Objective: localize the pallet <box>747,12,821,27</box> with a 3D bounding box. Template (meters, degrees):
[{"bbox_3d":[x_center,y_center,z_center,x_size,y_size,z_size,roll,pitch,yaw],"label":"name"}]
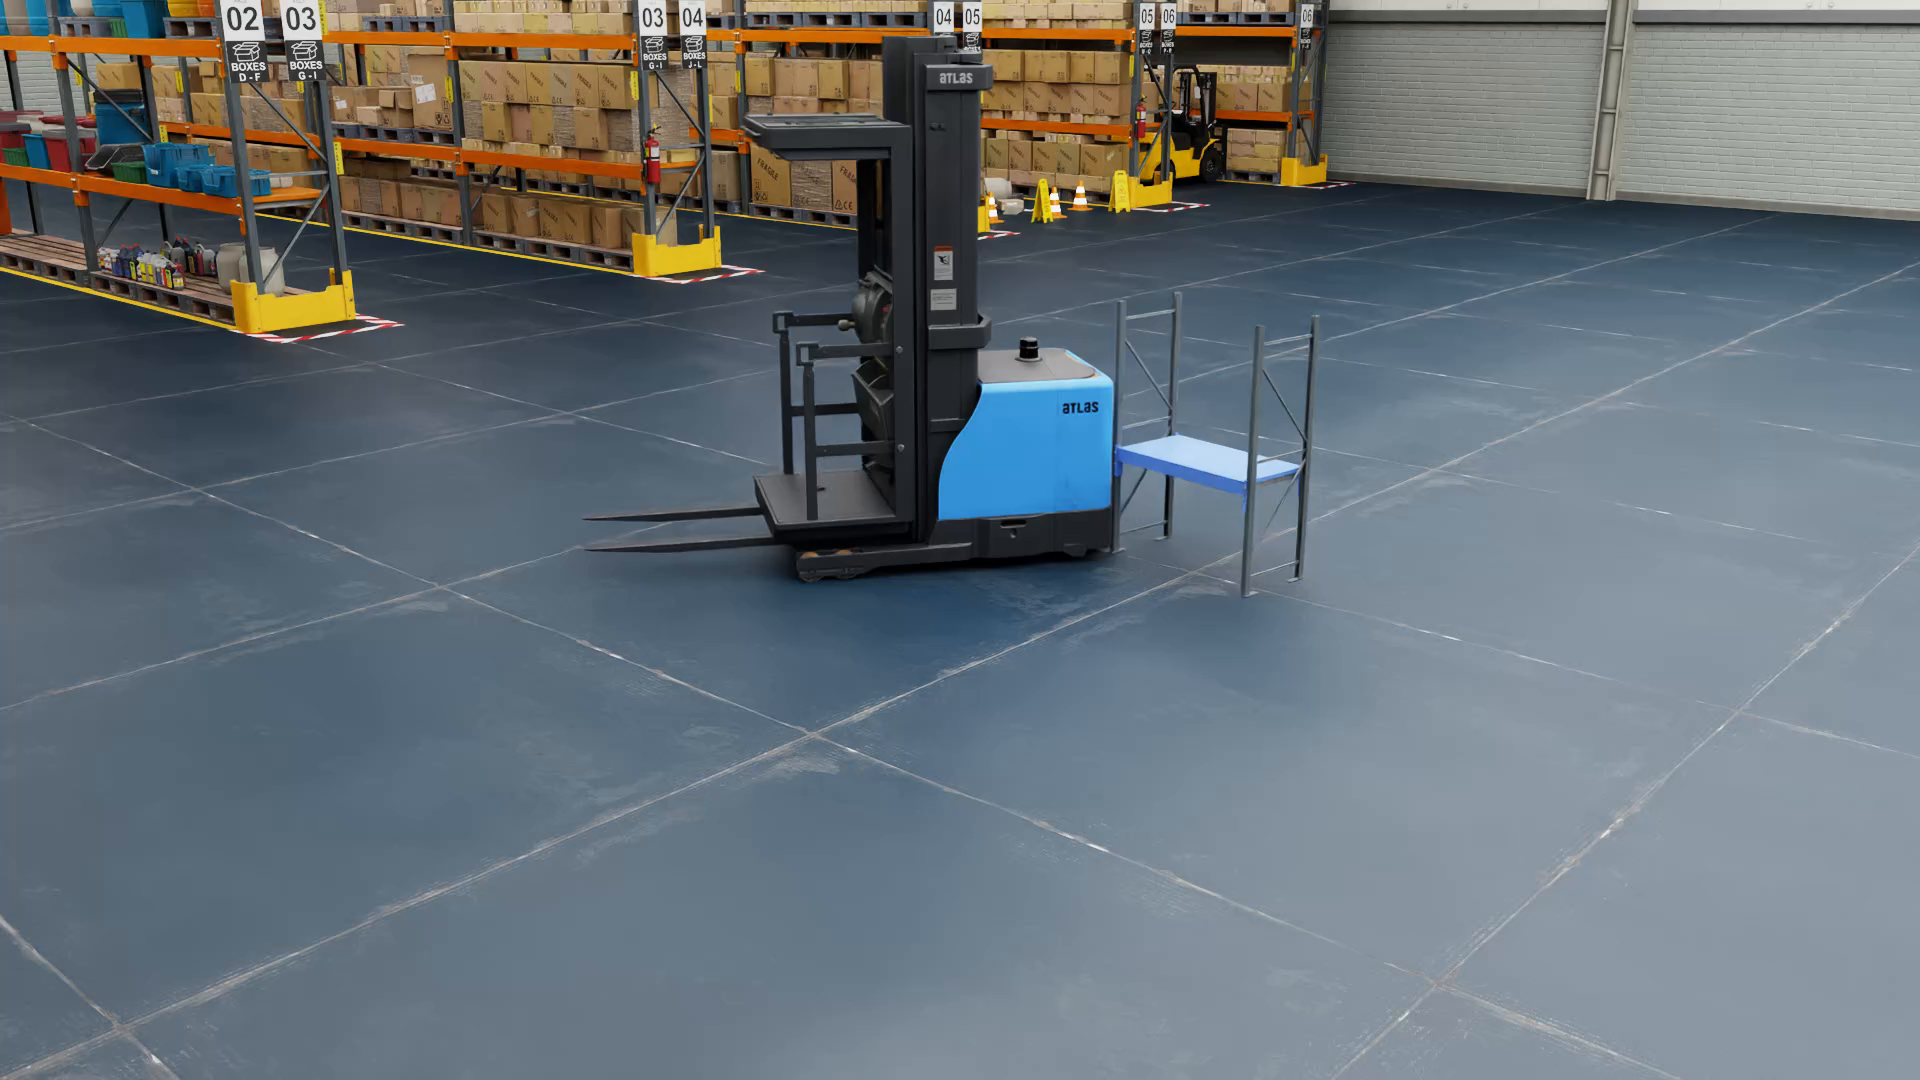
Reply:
[{"bbox_3d":[-2.463,-7.894,25.213,1.213,0.211,1.003,15,23,39],"label":"pallet"}]

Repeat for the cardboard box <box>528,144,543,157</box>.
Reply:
[{"bbox_3d":[-5.344,-5.042,21.455,0.250,0.149,0.380,15,23,39],"label":"cardboard box"}]

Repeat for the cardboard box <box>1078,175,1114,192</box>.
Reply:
[{"bbox_3d":[2.333,-6.006,27.928,0.500,0.250,0.500,15,23,39],"label":"cardboard box"}]

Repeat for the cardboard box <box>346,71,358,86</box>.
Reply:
[{"bbox_3d":[-11.891,-9.119,33.229,0.500,0.500,0.500,16,24,42],"label":"cardboard box"}]

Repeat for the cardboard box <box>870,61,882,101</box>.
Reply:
[{"bbox_3d":[-0.800,-6.629,24.006,0.550,0.550,0.875,15,23,39],"label":"cardboard box"}]

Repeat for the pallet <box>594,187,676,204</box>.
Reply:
[{"bbox_3d":[-5.520,-5.971,28.579,1.213,0.211,1.003,15,23,39],"label":"pallet"}]

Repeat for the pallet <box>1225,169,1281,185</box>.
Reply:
[{"bbox_3d":[5.826,-6.949,31.657,1.213,0.211,1.003,15,23,39],"label":"pallet"}]

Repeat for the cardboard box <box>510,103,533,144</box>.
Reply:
[{"bbox_3d":[-5.349,-5.470,21.732,0.500,0.500,0.875,15,23,39],"label":"cardboard box"}]

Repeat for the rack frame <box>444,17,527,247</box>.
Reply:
[{"bbox_3d":[-6.436,-5.571,22.707,0.127,3.000,1.000,15,23,39],"label":"rack frame"}]

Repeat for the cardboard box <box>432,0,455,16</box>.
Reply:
[{"bbox_3d":[-6.721,-7.367,22.542,0.637,0.503,0.797,14,22,37],"label":"cardboard box"}]

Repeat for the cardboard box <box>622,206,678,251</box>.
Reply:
[{"bbox_3d":[-3.900,-3.906,20.897,0.500,0.500,0.500,-13,22,-36],"label":"cardboard box"}]

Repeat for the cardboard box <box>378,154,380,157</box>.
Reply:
[{"bbox_3d":[-11.423,-7.664,33.319,0.250,0.149,0.380,15,23,40],"label":"cardboard box"}]

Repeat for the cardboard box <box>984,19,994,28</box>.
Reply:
[{"bbox_3d":[0.630,-8.915,28.700,0.250,0.149,0.380,15,23,39],"label":"cardboard box"}]

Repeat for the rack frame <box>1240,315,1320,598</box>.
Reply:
[{"bbox_3d":[1.742,-0.449,9.049,0.500,1.500,0.032,-14,22,-37],"label":"rack frame"}]

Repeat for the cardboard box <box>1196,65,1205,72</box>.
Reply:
[{"bbox_3d":[4.690,-9.017,31.837,0.250,0.149,0.380,15,23,39],"label":"cardboard box"}]

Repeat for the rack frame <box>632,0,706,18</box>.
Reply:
[{"bbox_3d":[-3.444,-7.627,19.268,0.127,3.000,1.000,15,23,39],"label":"rack frame"}]

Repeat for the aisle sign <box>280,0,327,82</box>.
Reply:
[{"bbox_3d":[-6.483,-4.938,16.415,0.004,0.787,0.394,15,23,39],"label":"aisle sign"}]

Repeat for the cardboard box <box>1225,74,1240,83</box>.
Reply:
[{"bbox_3d":[5.208,-8.702,31.337,0.250,0.149,0.380,14,22,38],"label":"cardboard box"}]

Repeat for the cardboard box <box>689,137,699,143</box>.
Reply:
[{"bbox_3d":[-5.324,-8.500,34.755,0.875,0.875,0.875,16,24,41],"label":"cardboard box"}]

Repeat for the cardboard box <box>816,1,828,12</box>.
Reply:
[{"bbox_3d":[-1.883,-7.775,24.249,0.250,0.149,0.380,15,23,40],"label":"cardboard box"}]

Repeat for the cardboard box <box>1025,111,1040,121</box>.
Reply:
[{"bbox_3d":[1.323,-7.254,28.426,0.250,0.149,0.380,15,23,39],"label":"cardboard box"}]

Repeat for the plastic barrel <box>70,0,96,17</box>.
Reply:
[{"bbox_3d":[-9.531,-6.003,18.229,0.421,0.512,0.421,0,18,0],"label":"plastic barrel"}]

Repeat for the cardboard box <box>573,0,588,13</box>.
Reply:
[{"bbox_3d":[-4.456,-6.455,20.123,0.250,0.149,0.380,15,23,40],"label":"cardboard box"}]

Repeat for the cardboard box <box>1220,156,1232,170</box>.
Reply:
[{"bbox_3d":[5.131,-7.251,31.850,0.500,0.250,0.500,15,23,40],"label":"cardboard box"}]

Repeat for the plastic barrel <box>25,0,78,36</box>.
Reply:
[{"bbox_3d":[-10.248,-6.172,18.813,0.708,0.901,0.600,15,23,39],"label":"plastic barrel"}]

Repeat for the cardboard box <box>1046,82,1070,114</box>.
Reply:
[{"bbox_3d":[1.802,-7.449,27.967,0.500,0.500,0.500,15,23,39],"label":"cardboard box"}]

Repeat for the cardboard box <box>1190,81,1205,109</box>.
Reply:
[{"bbox_3d":[4.735,-8.528,31.860,0.500,0.500,0.500,15,23,40],"label":"cardboard box"}]

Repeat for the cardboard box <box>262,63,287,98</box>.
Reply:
[{"bbox_3d":[-10.449,-7.182,25.959,0.637,0.503,0.797,16,23,40],"label":"cardboard box"}]

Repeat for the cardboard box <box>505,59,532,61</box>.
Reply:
[{"bbox_3d":[-5.916,-6.209,22.407,0.500,0.500,0.500,15,23,39],"label":"cardboard box"}]

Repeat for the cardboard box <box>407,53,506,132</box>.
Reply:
[{"bbox_3d":[-6.937,-6.248,23.155,1.000,1.000,1.000,15,23,40],"label":"cardboard box"}]

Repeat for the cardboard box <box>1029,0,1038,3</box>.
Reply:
[{"bbox_3d":[1.379,-9.072,27.878,0.250,0.149,0.380,16,23,40],"label":"cardboard box"}]

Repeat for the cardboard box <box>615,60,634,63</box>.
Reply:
[{"bbox_3d":[-5.351,-7.806,27.933,0.500,0.500,0.700,15,23,38],"label":"cardboard box"}]

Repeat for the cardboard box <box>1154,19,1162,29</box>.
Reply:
[{"bbox_3d":[3.102,-8.460,27.266,0.250,0.149,0.380,15,23,39],"label":"cardboard box"}]

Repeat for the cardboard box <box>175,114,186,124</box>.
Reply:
[{"bbox_3d":[-12.865,-7.045,27.765,0.250,0.149,0.380,15,23,40],"label":"cardboard box"}]

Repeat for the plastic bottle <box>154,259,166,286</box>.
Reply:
[{"bbox_3d":[-8.670,-2.913,18.107,0.135,0.276,0.152,14,22,38],"label":"plastic bottle"}]

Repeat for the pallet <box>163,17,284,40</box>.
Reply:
[{"bbox_3d":[-7.285,-5.175,16.813,1.213,0.211,1.003,15,23,39],"label":"pallet"}]

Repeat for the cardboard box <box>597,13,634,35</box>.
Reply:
[{"bbox_3d":[-3.973,-6.165,19.869,0.500,0.250,0.500,16,23,40],"label":"cardboard box"}]

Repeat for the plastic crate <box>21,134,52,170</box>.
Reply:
[{"bbox_3d":[-10.755,-4.594,19.654,0.575,0.384,0.392,15,23,39],"label":"plastic crate"}]

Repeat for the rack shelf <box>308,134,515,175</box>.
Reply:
[{"bbox_3d":[-7.931,-5.630,24.081,4.000,0.370,1.077,15,23,39],"label":"rack shelf"}]

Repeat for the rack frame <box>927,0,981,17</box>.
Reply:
[{"bbox_3d":[-0.076,-8.729,22.740,0.127,3.000,1.000,15,23,39],"label":"rack frame"}]

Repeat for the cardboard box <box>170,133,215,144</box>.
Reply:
[{"bbox_3d":[-12.860,-6.515,28.500,0.875,0.875,0.875,15,23,39],"label":"cardboard box"}]

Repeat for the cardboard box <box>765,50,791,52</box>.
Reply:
[{"bbox_3d":[-4.258,-11.321,39.341,0.500,0.500,0.500,16,23,41],"label":"cardboard box"}]

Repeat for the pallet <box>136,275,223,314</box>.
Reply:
[{"bbox_3d":[-8.332,-2.732,18.371,1.213,0.211,1.003,15,23,39],"label":"pallet"}]

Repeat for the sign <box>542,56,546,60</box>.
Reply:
[{"bbox_3d":[-9.206,-10.548,36.829,0.005,0.325,0.100,15,23,39],"label":"sign"}]

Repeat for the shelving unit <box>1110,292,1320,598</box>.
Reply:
[{"bbox_3d":[1.417,-0.568,9.422,0.538,1.500,1.048,-14,22,-37],"label":"shelving unit"}]

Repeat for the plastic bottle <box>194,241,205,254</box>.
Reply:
[{"bbox_3d":[-8.665,-3.230,18.982,0.185,0.351,0.144,15,23,39],"label":"plastic bottle"}]

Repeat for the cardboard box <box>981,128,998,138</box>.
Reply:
[{"bbox_3d":[0.458,-7.151,29.225,0.250,0.149,0.380,15,23,40],"label":"cardboard box"}]

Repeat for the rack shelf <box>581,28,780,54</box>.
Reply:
[{"bbox_3d":[-4.564,-8.161,27.099,4.000,0.370,1.077,15,23,39],"label":"rack shelf"}]

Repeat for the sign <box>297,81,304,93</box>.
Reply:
[{"bbox_3d":[-9.793,-6.800,24.664,0.005,0.325,0.100,15,23,39],"label":"sign"}]

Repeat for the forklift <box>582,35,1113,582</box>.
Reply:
[{"bbox_3d":[-0.681,-1.334,9.470,3.031,2.935,1.130,-4,18,-13],"label":"forklift"}]
